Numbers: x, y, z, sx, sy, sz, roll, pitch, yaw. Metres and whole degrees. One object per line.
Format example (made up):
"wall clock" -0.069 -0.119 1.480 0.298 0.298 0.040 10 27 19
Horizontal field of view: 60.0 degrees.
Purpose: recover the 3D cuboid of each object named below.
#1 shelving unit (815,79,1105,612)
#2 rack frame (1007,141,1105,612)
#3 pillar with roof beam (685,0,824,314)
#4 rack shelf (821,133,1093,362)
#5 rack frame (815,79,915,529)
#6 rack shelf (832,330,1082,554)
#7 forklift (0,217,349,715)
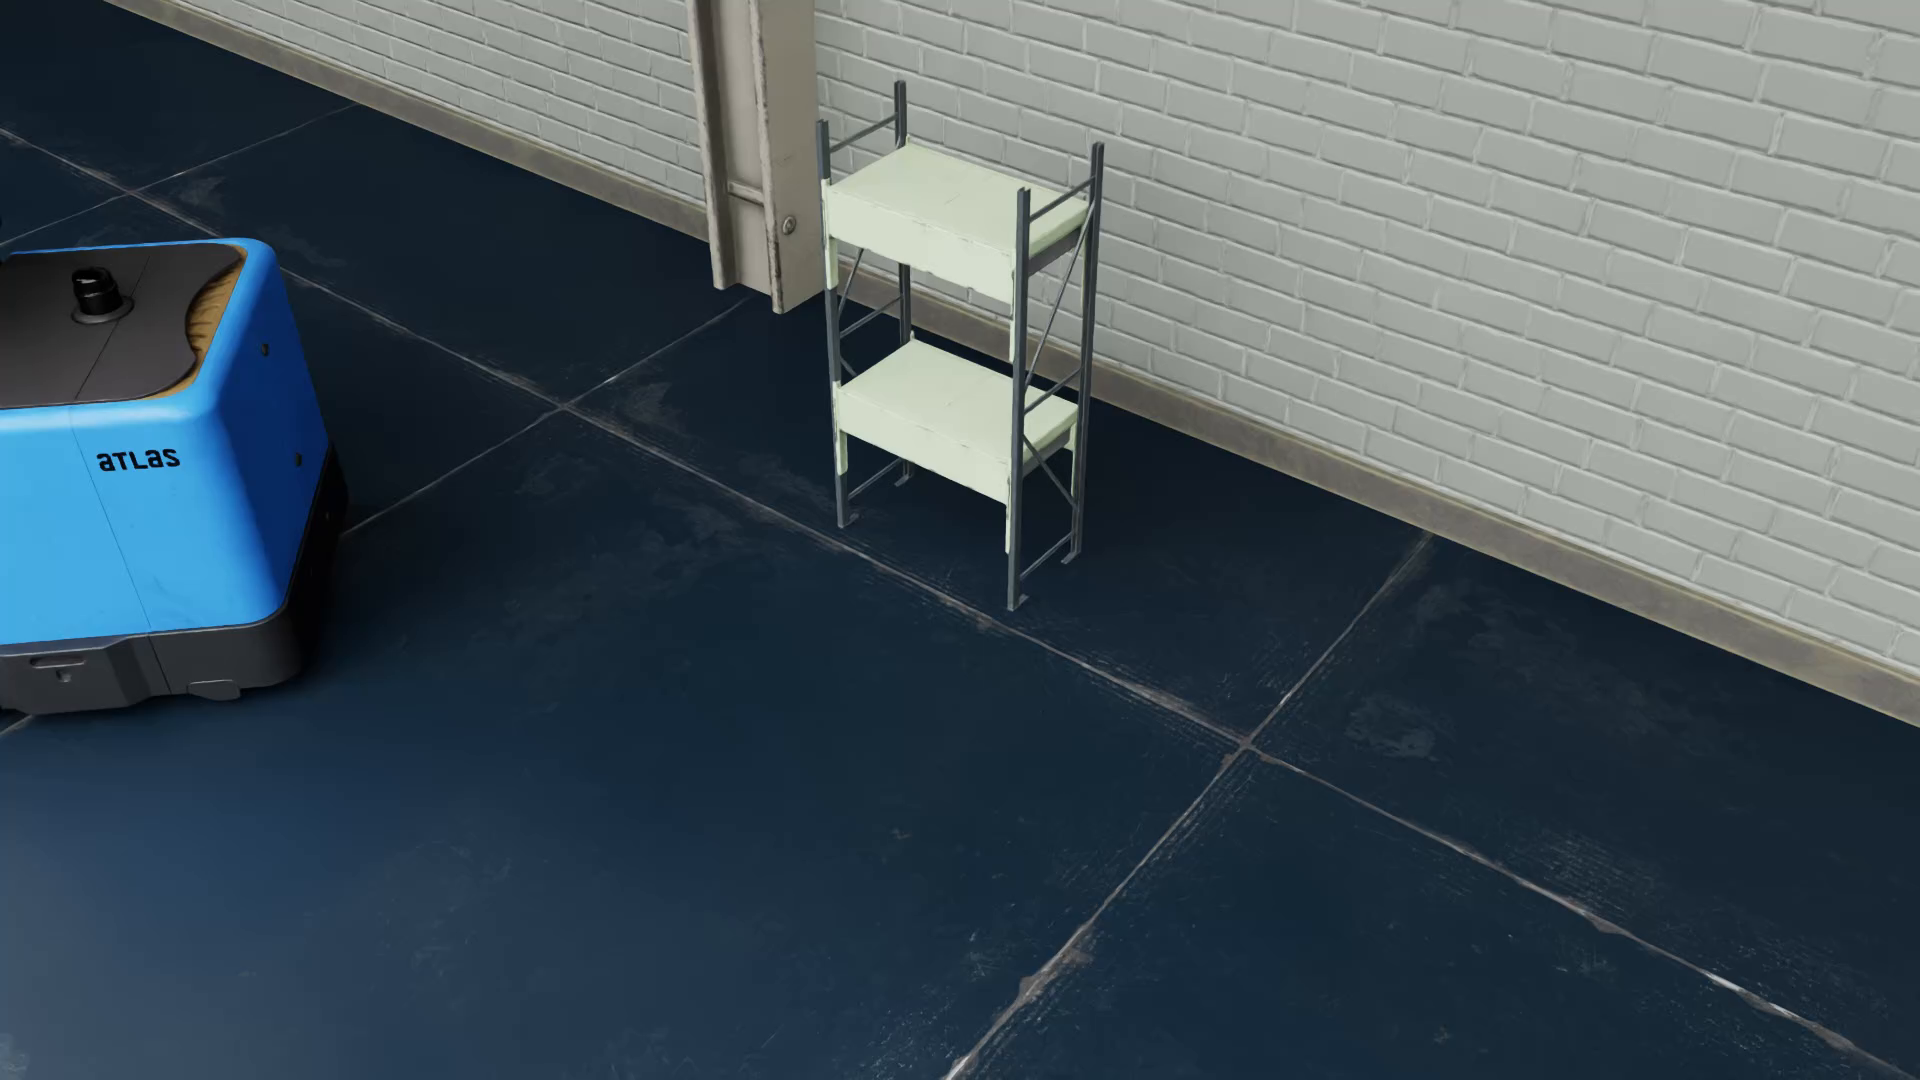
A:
"shelving unit" -0.005 -0.593 5.291 0.755 1.500 0.431 25 45 29
"rack frame" 0.285 -0.456 5.116 0.023 1.500 0.400 25 45 29
"pillar with roof beam" -3.426 -2.527 1.678 0.400 9.000 9.100 25 45 29
"rack shelf" -0.005 -0.900 5.050 0.720 0.370 0.431 25 45 29
"rack frame" -0.296 -0.730 5.466 0.023 1.500 0.400 25 45 29
"rack shelf" -0.005 -0.336 5.492 0.720 0.370 0.431 25 45 29
"forklift" -3.581 -0.856 4.465 3.031 2.935 1.130 -5 38 -6
